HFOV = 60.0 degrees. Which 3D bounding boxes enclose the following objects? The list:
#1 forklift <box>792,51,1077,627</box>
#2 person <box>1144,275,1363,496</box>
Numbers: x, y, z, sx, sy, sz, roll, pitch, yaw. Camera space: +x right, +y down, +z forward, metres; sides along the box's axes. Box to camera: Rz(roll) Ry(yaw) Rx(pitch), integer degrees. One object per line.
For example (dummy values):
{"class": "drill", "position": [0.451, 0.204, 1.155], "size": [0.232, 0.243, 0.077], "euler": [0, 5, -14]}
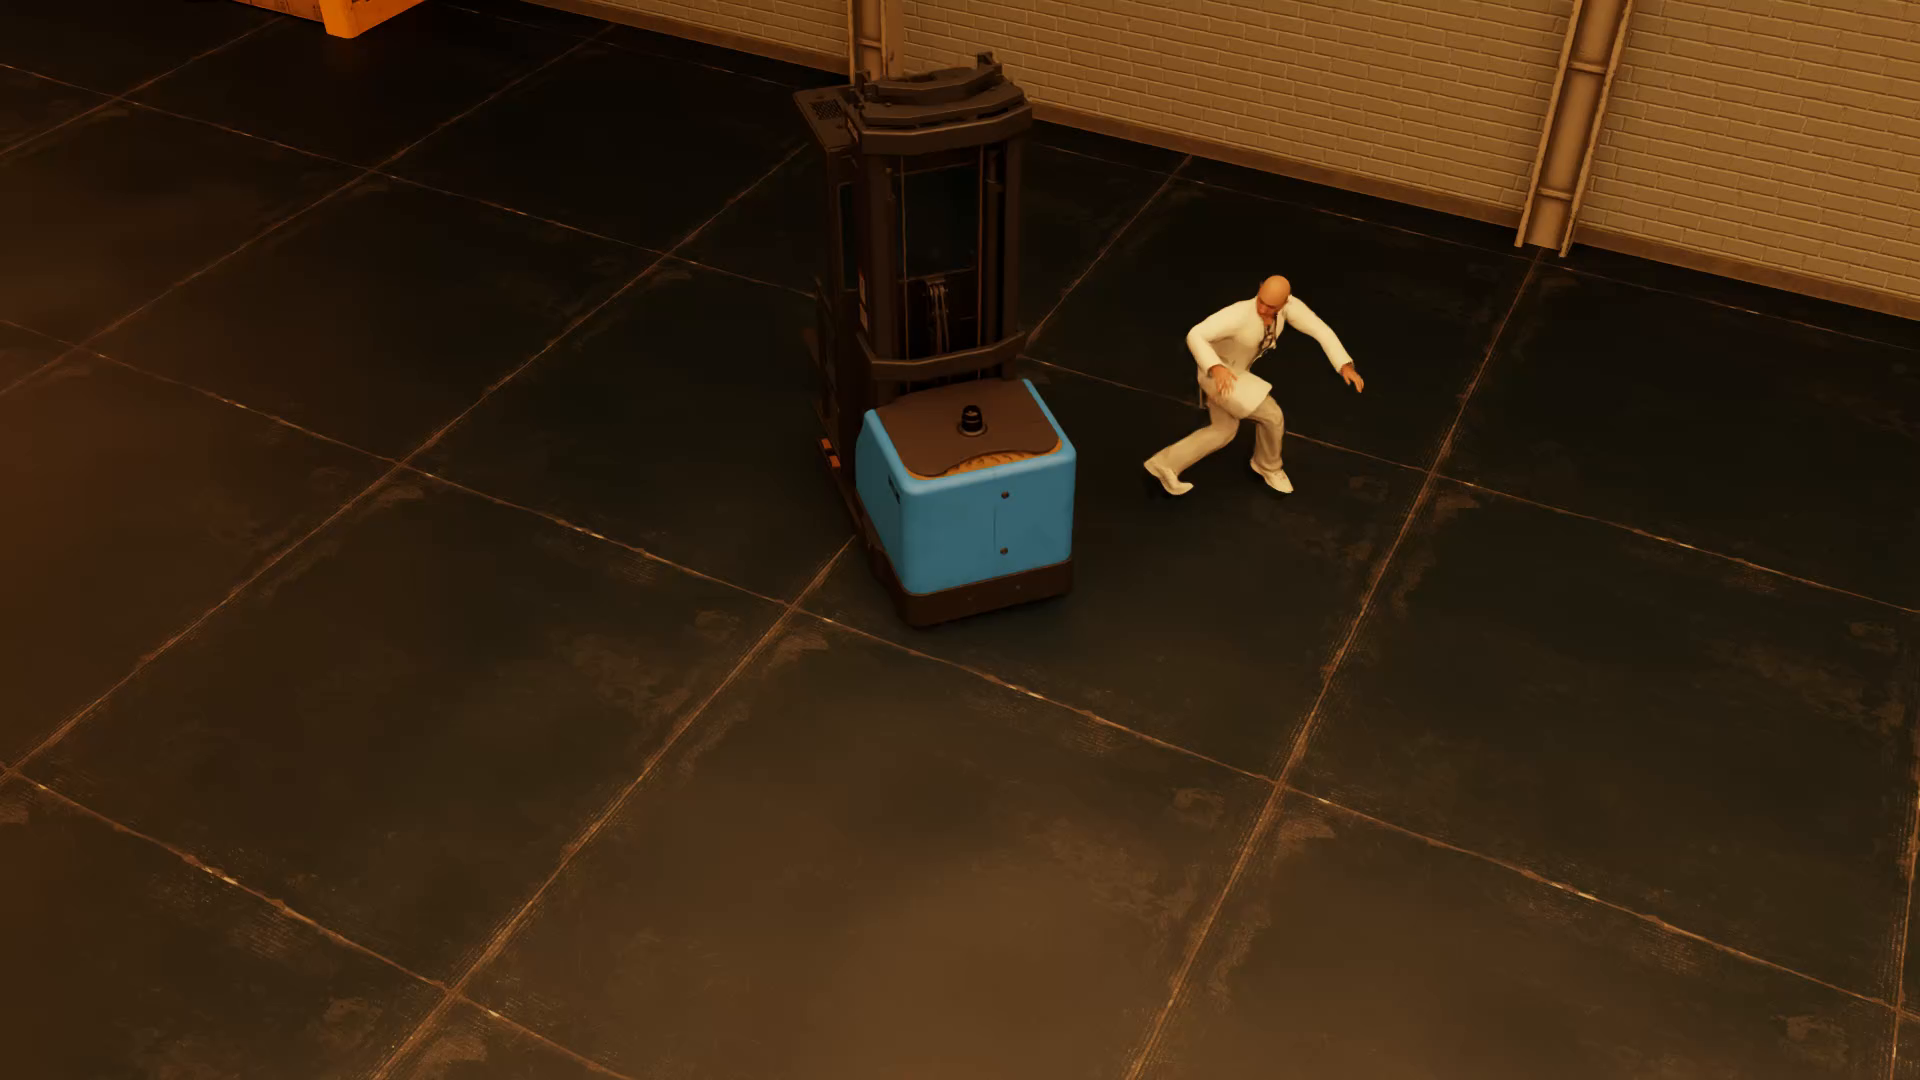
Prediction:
{"class": "forklift", "position": [-0.298, -1.581, 9.864], "size": [1.130, 2.935, 3.031], "euler": [-13, 42, -15]}
{"class": "person", "position": [1.812, -0.857, 10.128], "size": [1.156, 1.568, 0.952], "euler": [18, 43, 20]}
